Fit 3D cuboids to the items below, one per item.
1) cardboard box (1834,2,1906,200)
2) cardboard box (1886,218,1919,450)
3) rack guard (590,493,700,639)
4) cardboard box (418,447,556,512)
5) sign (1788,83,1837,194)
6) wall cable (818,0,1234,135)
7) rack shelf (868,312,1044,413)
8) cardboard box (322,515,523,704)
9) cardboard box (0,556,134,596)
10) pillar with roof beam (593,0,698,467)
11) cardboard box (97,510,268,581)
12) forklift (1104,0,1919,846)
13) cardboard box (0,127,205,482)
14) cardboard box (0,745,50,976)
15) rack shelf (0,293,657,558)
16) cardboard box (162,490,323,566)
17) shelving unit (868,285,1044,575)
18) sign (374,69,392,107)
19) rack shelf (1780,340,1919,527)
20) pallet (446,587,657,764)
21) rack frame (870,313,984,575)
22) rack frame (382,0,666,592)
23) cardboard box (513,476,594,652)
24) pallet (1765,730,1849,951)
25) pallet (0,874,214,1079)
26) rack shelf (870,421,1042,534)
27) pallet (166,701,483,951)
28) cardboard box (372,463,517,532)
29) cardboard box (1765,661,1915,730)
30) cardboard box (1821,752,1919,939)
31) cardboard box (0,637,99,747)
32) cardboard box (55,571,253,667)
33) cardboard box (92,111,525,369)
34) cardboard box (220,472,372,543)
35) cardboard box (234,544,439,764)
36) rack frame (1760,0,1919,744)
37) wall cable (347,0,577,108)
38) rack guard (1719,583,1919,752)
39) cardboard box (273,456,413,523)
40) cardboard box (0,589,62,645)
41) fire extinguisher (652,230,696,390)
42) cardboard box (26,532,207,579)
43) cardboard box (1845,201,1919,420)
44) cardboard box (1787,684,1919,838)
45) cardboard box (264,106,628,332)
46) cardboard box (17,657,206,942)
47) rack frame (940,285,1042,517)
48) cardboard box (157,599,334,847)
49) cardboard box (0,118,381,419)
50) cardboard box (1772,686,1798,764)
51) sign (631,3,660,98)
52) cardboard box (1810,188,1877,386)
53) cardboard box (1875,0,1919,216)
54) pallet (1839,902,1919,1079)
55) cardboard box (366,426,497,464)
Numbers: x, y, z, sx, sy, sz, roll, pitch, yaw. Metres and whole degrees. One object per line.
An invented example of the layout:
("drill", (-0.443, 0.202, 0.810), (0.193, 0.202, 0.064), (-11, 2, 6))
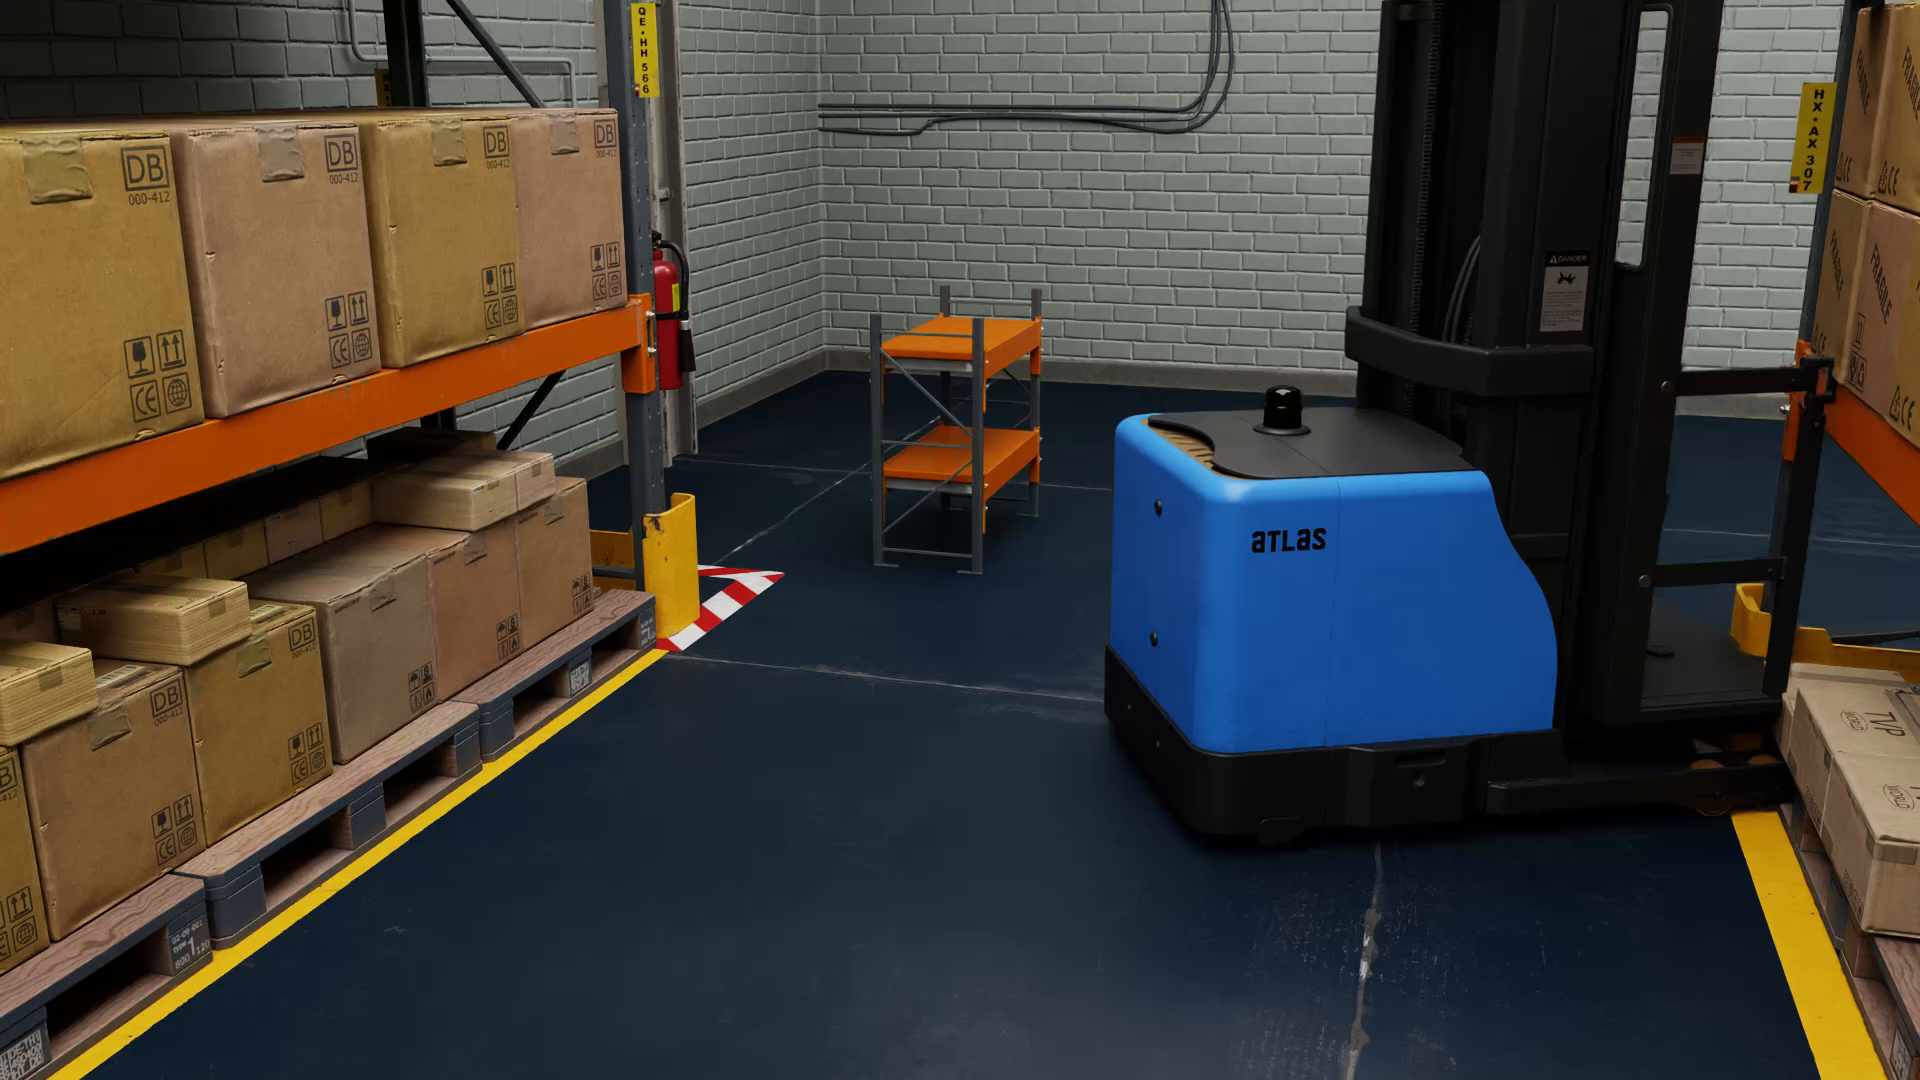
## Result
("cardboard box", (2.719, -1.187, 4.502), (0.500, 0.500, 0.500), (5, 17, 18))
("cardboard box", (2.432, -0.440, 3.699), (0.500, 0.500, 0.500), (5, 16, 16))
("rack guard", (-1.646, 0.059, 6.703), (1.175, 0.500, 0.348), (5, 16, 16))
("cardboard box", (-1.618, -0.210, 5.694), (0.380, 0.149, 0.250), (4, 16, 15))
("sign", (2.577, -1.212, 5.019), (0.100, 0.325, 0.005), (5, 16, 16))
("wall cable", (0.297, -3.981, 11.065), (3.097, 2.526, 0.112), (5, 16, 16))
("rack shelf", (0.002, -0.825, 7.602), (0.538, 0.278, 1.000), (5, 16, 16))
("cardboard box", (-1.898, 0.186, 5.489), (0.700, 0.500, 0.500), (5, 16, 16))
("cardboard box", (-2.416, 0.160, 4.391), (0.380, 0.149, 0.250), (5, 17, 16))
("pillar with roof beam", (2.413, -4.463, 7.072), (9.100, 9.000, 0.400), (5, 16, 16))
("cardboard box", (-2.271, 0.026, 4.863), (0.380, 0.149, 0.250), (5, 17, 16))
("forklift", (2.048, -0.727, 5.023), (3.031, 2.935, 1.130), (-3, 16, -10))
("cardboard box", (-2.407, -0.566, 3.777), (0.980, 0.700, 0.700), (4, 16, 14))
("cardboard box", (-2.479, 0.723, 3.596), (0.700, 0.500, 0.500), (5, 17, 17))
("rack shelf", (-2.221, -0.267, 4.594), (1.077, 0.370, 4.000), (5, 16, 16))
("cardboard box", (-2.198, -0.041, 5.099), (0.380, 0.149, 0.250), (5, 17, 17))
("shelving unit", (0.002, -0.543, 7.682), (0.538, 1.125, 1.048), (5, 16, 16))
("sign", (-2.183, -1.636, 6.369), (0.100, 0.325, 0.005), (5, 16, 16))
("rack shelf", (2.529, 0.116, 3.243), (1.077, 0.370, 4.000), (5, 16, 16))
("pallet", (-1.805, 0.420, 5.962), (1.003, 0.211, 1.213), (5, 16, 16))
("rack frame", (-0.143, -0.410, 7.213), (0.500, 1.125, 0.032), (5, 16, 16))
("rack frame", (-1.653, -1.137, 6.340), (1.000, 3.000, 0.127), (5, 16, 16))
("cardboard box", (-1.756, 0.055, 5.951), (0.700, 0.500, 0.500), (5, 16, 16))
("pallet", (2.850, 0.817, 4.564), (1.003, 0.211, 1.213), (5, 16, 16))
("pallet", (-2.498, 1.058, 3.711), (1.003, 0.211, 1.213), (5, 16, 16))
("rack shelf", (0.002, -0.308, 7.749), (0.538, 0.278, 1.000), (5, 16, 16))
("pallet", (-2.154, 0.738, 4.840), (1.003, 0.211, 1.213), (5, 16, 16))
("cardboard box", (-1.690, -0.143, 5.458), (0.380, 0.149, 0.250), (5, 17, 17))
("cardboard box", (2.649, 0.489, 5.026), (0.380, 0.149, 0.250), (5, 16, 16))
("cardboard box", (2.387, 0.739, 3.958), (0.500, 0.250, 0.500), (5, 16, 16))
("cardboard box", (-2.206, 0.335, 3.774), (0.380, 0.149, 0.250), (5, 17, 18))
("cardboard box", (-2.058, 0.198, 4.255), (0.380, 0.149, 0.250), (4, 16, 14))
("cardboard box", (-1.984, -0.956, 5.152), (0.980, 0.700, 0.700), (4, 16, 15))
("cardboard box", (-2.127, -0.108, 5.334), (0.380, 0.149, 0.250), (5, 17, 16))
("cardboard box", (-2.040, 0.317, 5.025), (0.700, 0.500, 0.500), (4, 16, 14))
("rack frame", (3.098, -0.754, 4.989), (1.000, 3.000, 0.127), (5, 16, 16))
("wall cable", (-2.196, -2.034, 7.641), (0.084, 1.984, 1.851), (5, 16, 16))
("rack guard", (3.076, 0.469, 5.260), (1.175, 0.500, 0.348), (5, 16, 16))
("cardboard box", (-2.055, -0.173, 5.565), (0.380, 0.149, 0.250), (5, 16, 16))
("cardboard box", (-2.488, 0.226, 4.158), (0.380, 0.149, 0.250), (4, 16, 14))
("fire extinguisher", (-1.168, -0.924, 6.415), (0.296, 0.674, 0.183), (5, 16, 16))
("cardboard box", (-2.343, 0.092, 4.629), (0.380, 0.149, 0.250), (4, 16, 15))
("cardboard box", (2.577, -0.571, 4.161), (0.500, 0.500, 0.500), (4, 16, 15))
("cardboard box", (2.529, 0.609, 4.419), (0.500, 0.250, 0.500), (5, 16, 16))
("cardboard box", (-1.788, -1.147, 5.826), (0.980, 0.700, 0.700), (5, 17, 18))
("cardboard box", (-2.333, 0.591, 4.059), (0.700, 0.500, 0.500), (4, 16, 15))
("rack frame", (0.146, -0.676, 8.151), (0.500, 1.125, 0.032), (5, 16, 16))
("cardboard box", (-2.185, 0.457, 4.532), (0.700, 0.500, 0.500), (5, 17, 17))
("cardboard box", (-2.210, -0.757, 4.451), (0.980, 0.700, 0.700), (4, 16, 13))
("cardboard box", (2.578, 0.546, 4.793), (0.380, 0.166, 0.250), (5, 16, 16))
("sign", (-1.137, -1.762, 5.989), (0.100, 0.325, 0.005), (5, 16, 16))
("cardboard box", (2.719, -0.706, 4.638), (0.500, 0.500, 0.500), (5, 17, 17))
("cardboard box", (2.577, -1.050, 4.018), (0.500, 0.500, 0.500), (5, 17, 16))
("pallet", (2.502, 1.135, 3.442), (1.003, 0.211, 1.213), (5, 16, 16))
("cardboard box", (-1.912, -0.306, 6.032), (0.380, 0.149, 0.250), (5, 17, 16))
